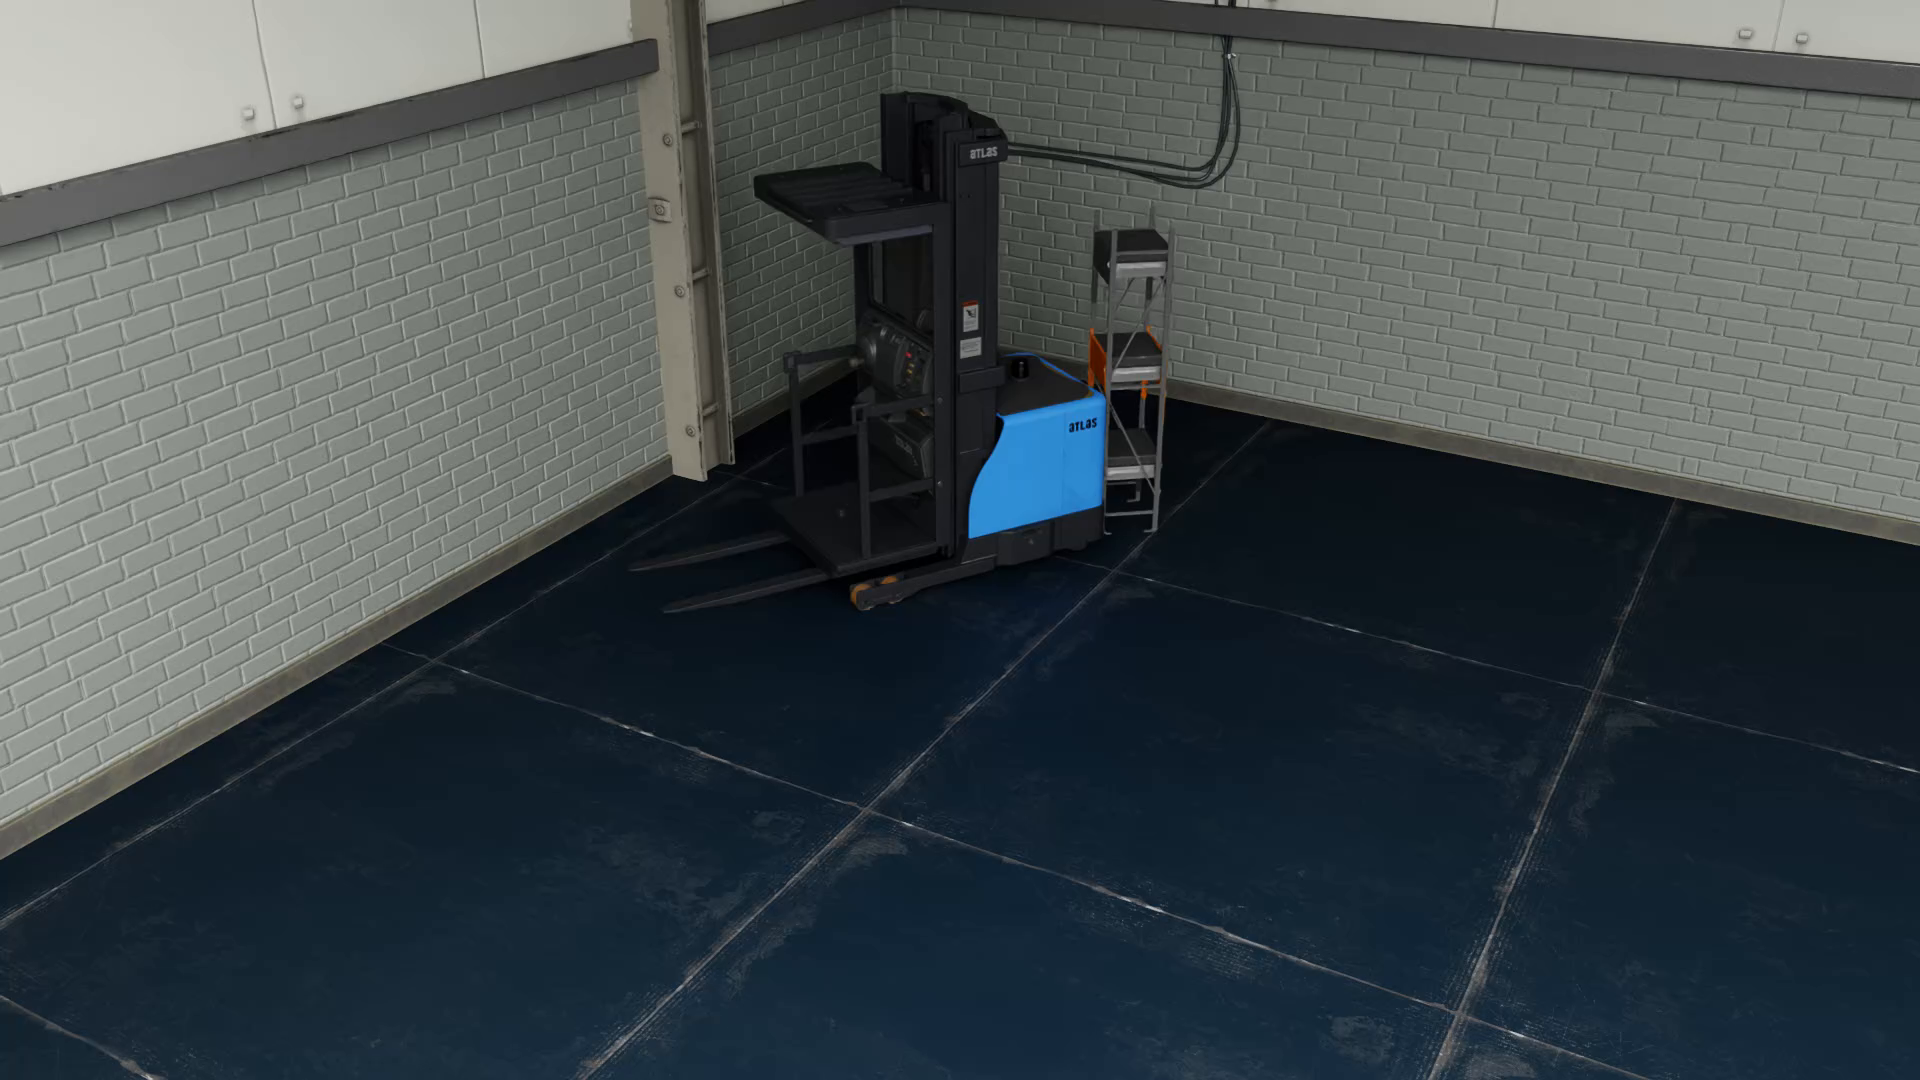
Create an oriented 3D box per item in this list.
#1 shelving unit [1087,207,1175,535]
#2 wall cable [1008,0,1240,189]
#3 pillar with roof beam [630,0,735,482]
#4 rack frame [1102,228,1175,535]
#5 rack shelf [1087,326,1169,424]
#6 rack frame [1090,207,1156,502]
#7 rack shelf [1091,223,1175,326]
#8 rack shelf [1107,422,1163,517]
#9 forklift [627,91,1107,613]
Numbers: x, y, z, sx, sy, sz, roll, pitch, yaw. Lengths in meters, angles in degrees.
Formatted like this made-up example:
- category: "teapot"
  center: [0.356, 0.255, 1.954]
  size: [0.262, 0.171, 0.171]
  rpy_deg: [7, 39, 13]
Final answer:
- category: "shelving unit"
  center: [1.105, -1.098, 11.017]
  size: [0.431, 2.100, 0.503]
  rpy_deg: [-4, 27, -7]
- category: "wall cable"
  center: [0.709, -4.023, 12.623]
  size: [3.097, 2.526, 0.112]
  rpy_deg: [14, 30, 26]
- category: "pillar with roof beam"
  center: [1.857, -3.607, 8.322]
  size: [9.100, 9.000, 0.400]
  rpy_deg: [14, 30, 26]
- category: "rack frame"
  center: [1.140, -0.990, 10.801]
  size: [0.400, 2.100, 0.015]
  rpy_deg: [-4, 27, -7]
- category: "rack shelf"
  center: [1.105, -1.086, 11.023]
  size: [0.431, 0.518, 0.480]
  rpy_deg: [-4, 27, -7]
- category: "rack frame"
  center: [1.070, -1.206, 11.233]
  size: [0.400, 2.100, 0.015]
  rpy_deg: [-4, 27, -7]
- category: "rack shelf"
  center: [1.105, -1.712, 10.710]
  size: [0.431, 0.518, 0.480]
  rpy_deg: [-4, 27, -7]
- category: "rack shelf"
  center: [1.105, -0.460, 11.336]
  size: [0.431, 0.518, 0.480]
  rpy_deg: [-4, 27, -7]
- category: "forklift"
  center: [-0.586, -1.141, 10.176]
  size: [3.031, 2.935, 1.130]
  rpy_deg: [-14, 30, -26]
